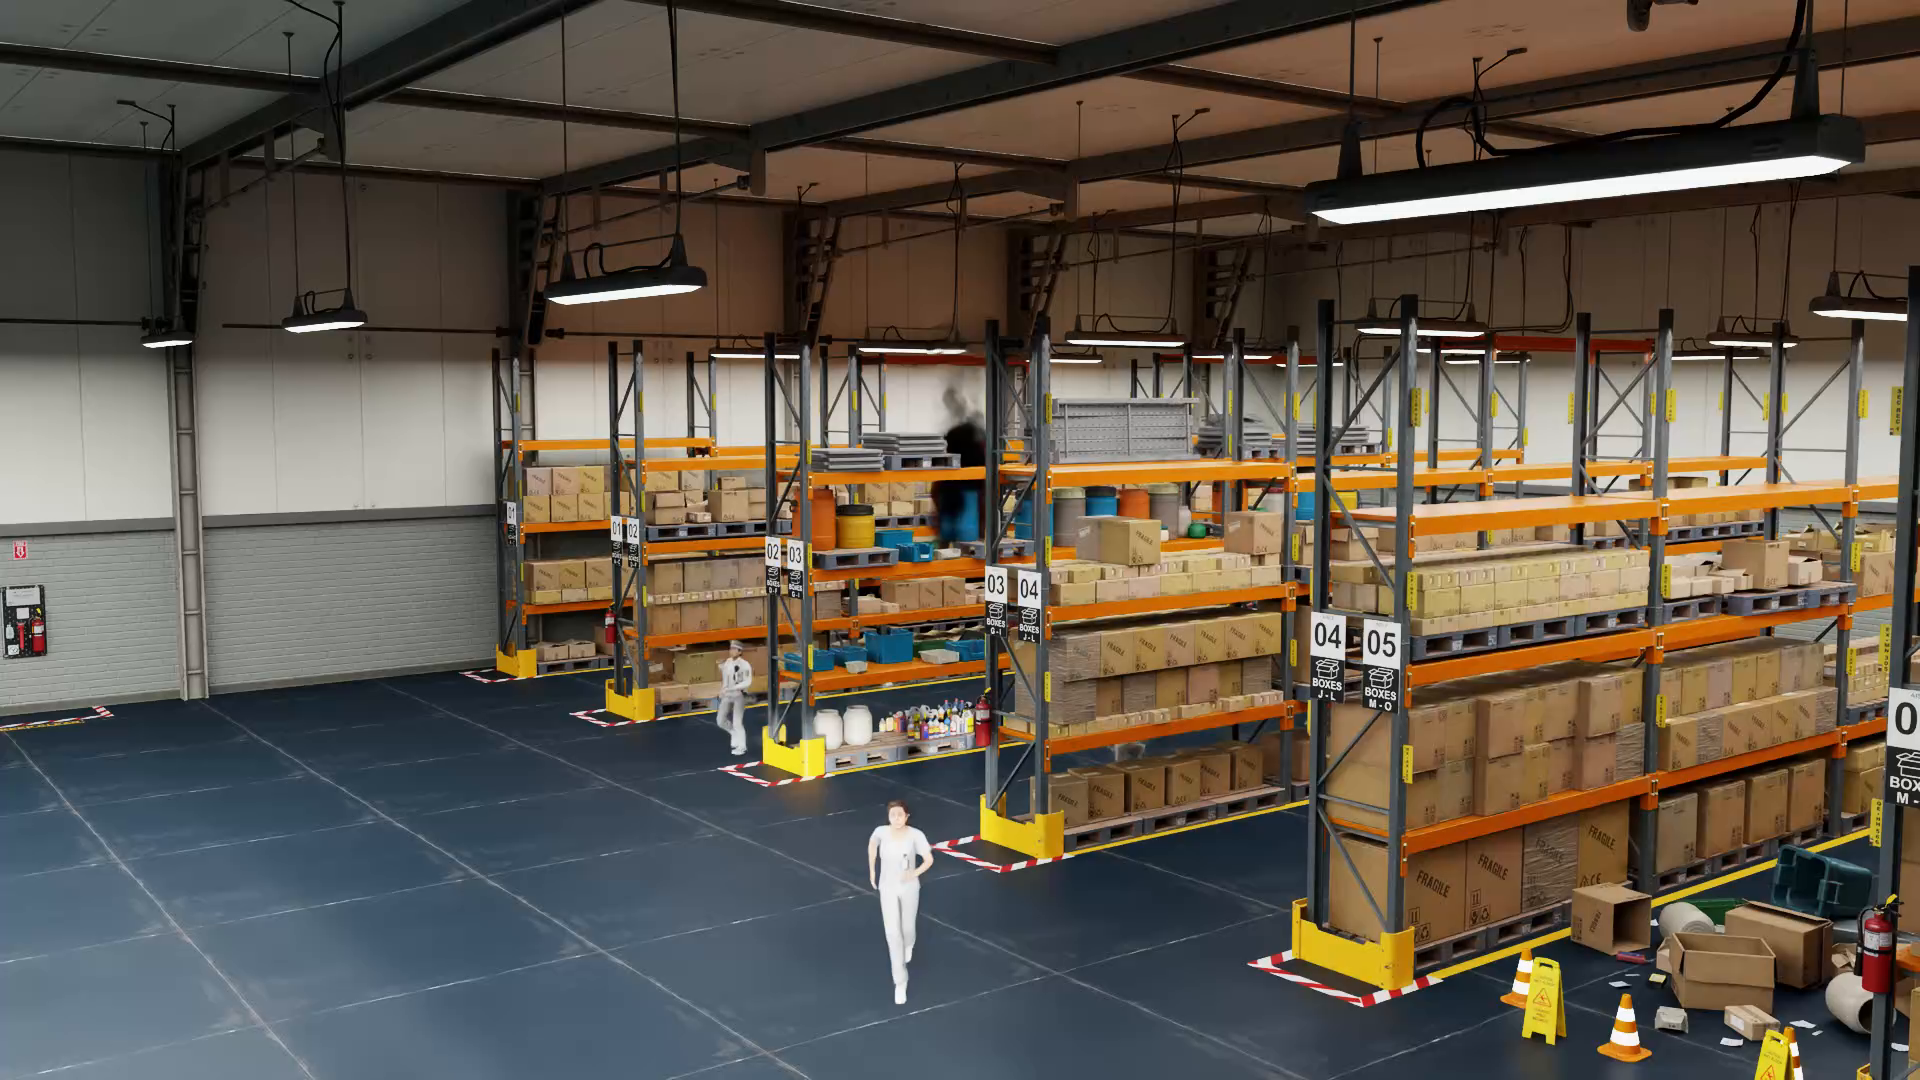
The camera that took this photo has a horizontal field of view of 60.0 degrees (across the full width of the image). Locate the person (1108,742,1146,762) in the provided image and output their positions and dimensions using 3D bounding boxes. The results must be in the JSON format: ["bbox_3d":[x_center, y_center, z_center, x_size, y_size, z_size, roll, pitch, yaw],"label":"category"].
[{"bbox_3d":[2.258,2.364,22.115,0.681,1.736,0.735,-4,7,-39],"label":"person"}]

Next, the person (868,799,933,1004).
[{"bbox_3d":[-0.521,3.064,14.509,0.587,1.664,1.008,0,5,4],"label":"person"}]

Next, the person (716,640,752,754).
[{"bbox_3d":[-3.249,2.248,23.787,0.597,1.658,0.542,3,6,31],"label":"person"}]

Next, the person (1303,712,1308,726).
[{"bbox_3d":[5.643,2.038,26.031,0.587,1.667,0.878,5,7,42],"label":"person"}]
